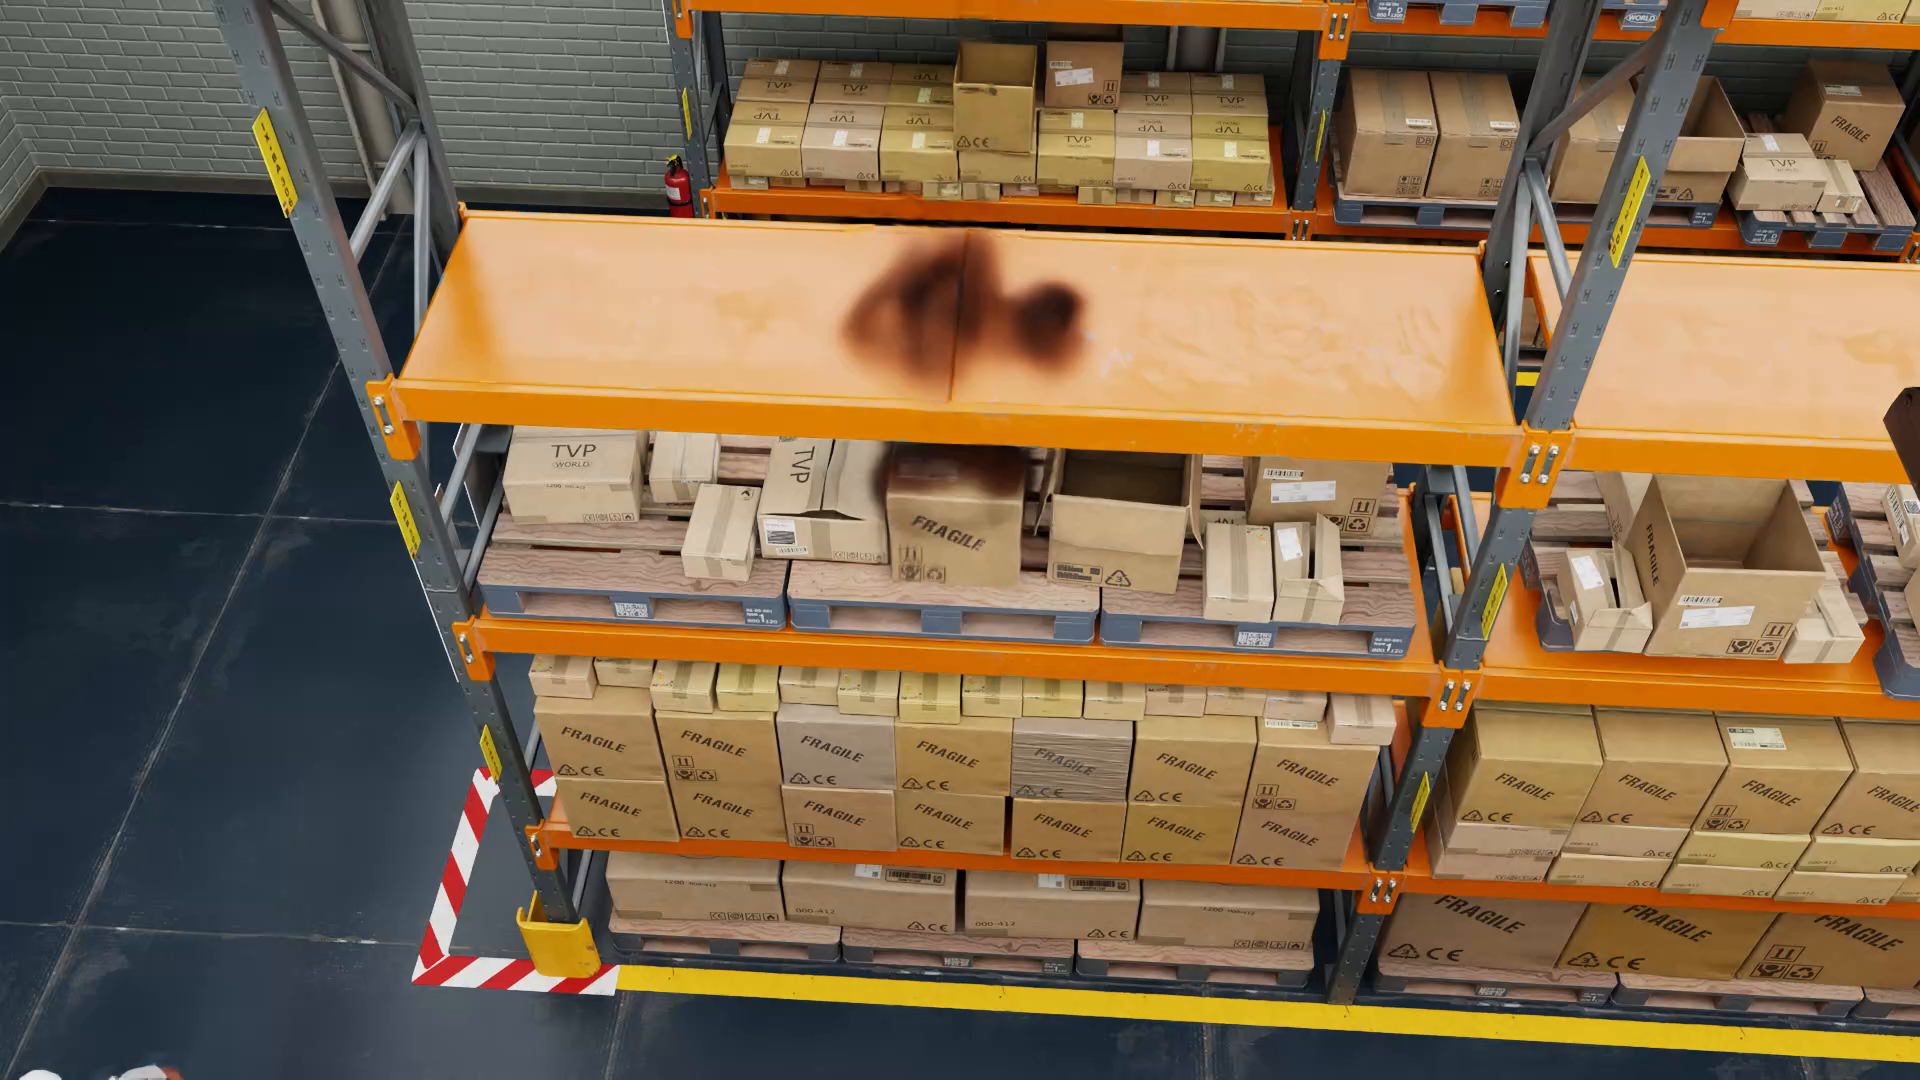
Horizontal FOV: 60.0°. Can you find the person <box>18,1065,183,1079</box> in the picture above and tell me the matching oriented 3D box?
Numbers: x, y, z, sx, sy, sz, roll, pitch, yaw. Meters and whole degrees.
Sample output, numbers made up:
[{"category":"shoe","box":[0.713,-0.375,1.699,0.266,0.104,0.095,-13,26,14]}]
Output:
[{"category":"person","box":[-3.419,2.637,6.739,0.676,1.817,0.869,-6,48,-5]}]
